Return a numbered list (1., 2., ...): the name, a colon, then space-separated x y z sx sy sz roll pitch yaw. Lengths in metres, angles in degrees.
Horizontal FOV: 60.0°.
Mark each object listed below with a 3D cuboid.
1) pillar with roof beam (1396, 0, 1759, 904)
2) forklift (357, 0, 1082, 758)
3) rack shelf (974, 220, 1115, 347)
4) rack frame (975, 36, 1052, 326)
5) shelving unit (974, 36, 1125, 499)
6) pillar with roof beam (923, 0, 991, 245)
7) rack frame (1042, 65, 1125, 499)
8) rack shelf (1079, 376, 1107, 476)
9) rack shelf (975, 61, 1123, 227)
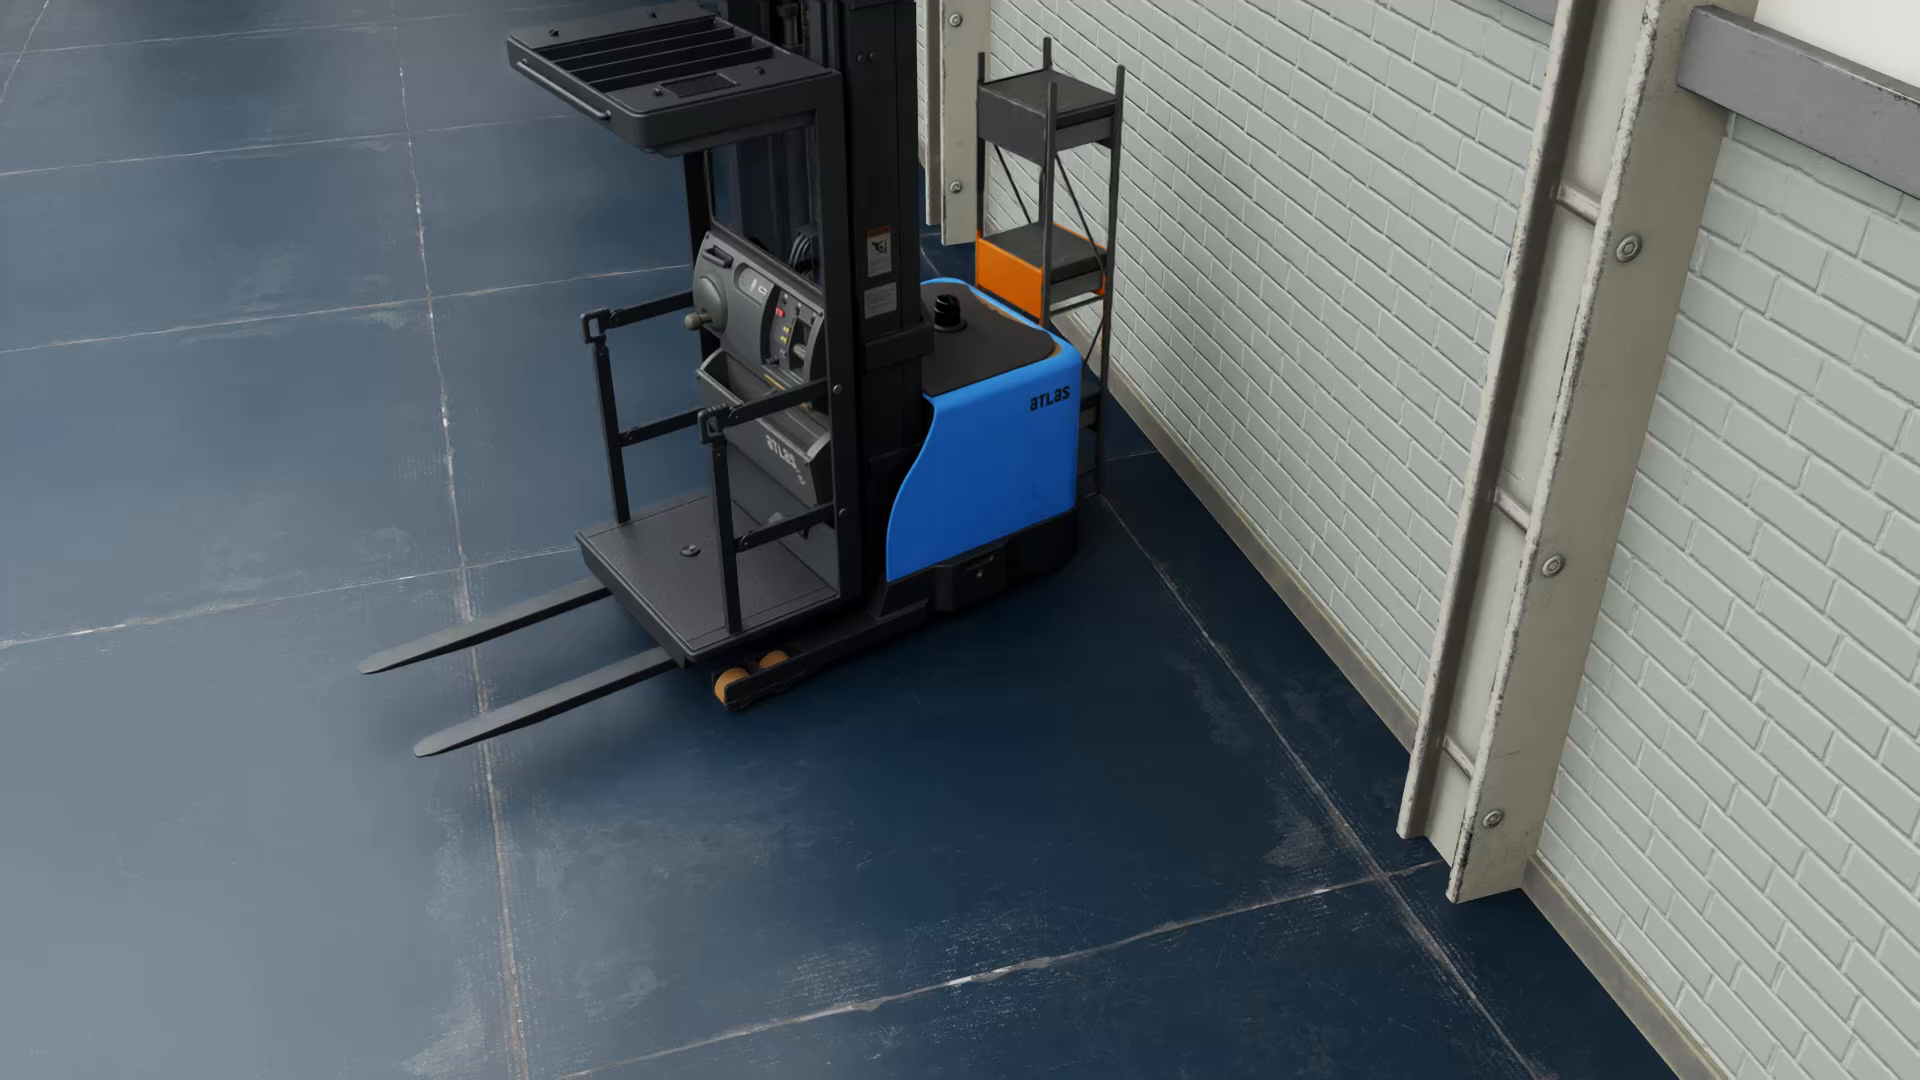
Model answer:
1. pillar with roof beam: -2.287 -1.886 2.441 9.100 9.000 0.400 -10 35 -15
2. forklift: -0.963 -0.870 6.409 3.031 2.935 1.130 -21 39 -29
3. rack shelf: 0.380 -1.140 7.595 0.431 0.518 0.480 -22 39 -30
4. rack frame: 0.235 -1.260 7.752 0.400 2.100 0.015 -22 39 -30
5. shelving unit: 0.380 -1.151 7.588 0.431 2.100 0.503 -22 39 -30
6. pillar with roof beam: -4.117 -5.036 7.208 9.100 9.000 0.400 -10 35 -15
7. rack frame: 0.524 -1.043 7.424 0.400 2.100 0.015 -22 39 -30
8. rack shelf: 0.380 -0.556 7.981 0.431 0.518 0.480 -22 39 -30
9. rack shelf: 0.380 -1.724 7.209 0.431 0.518 0.480 -22 39 -30
